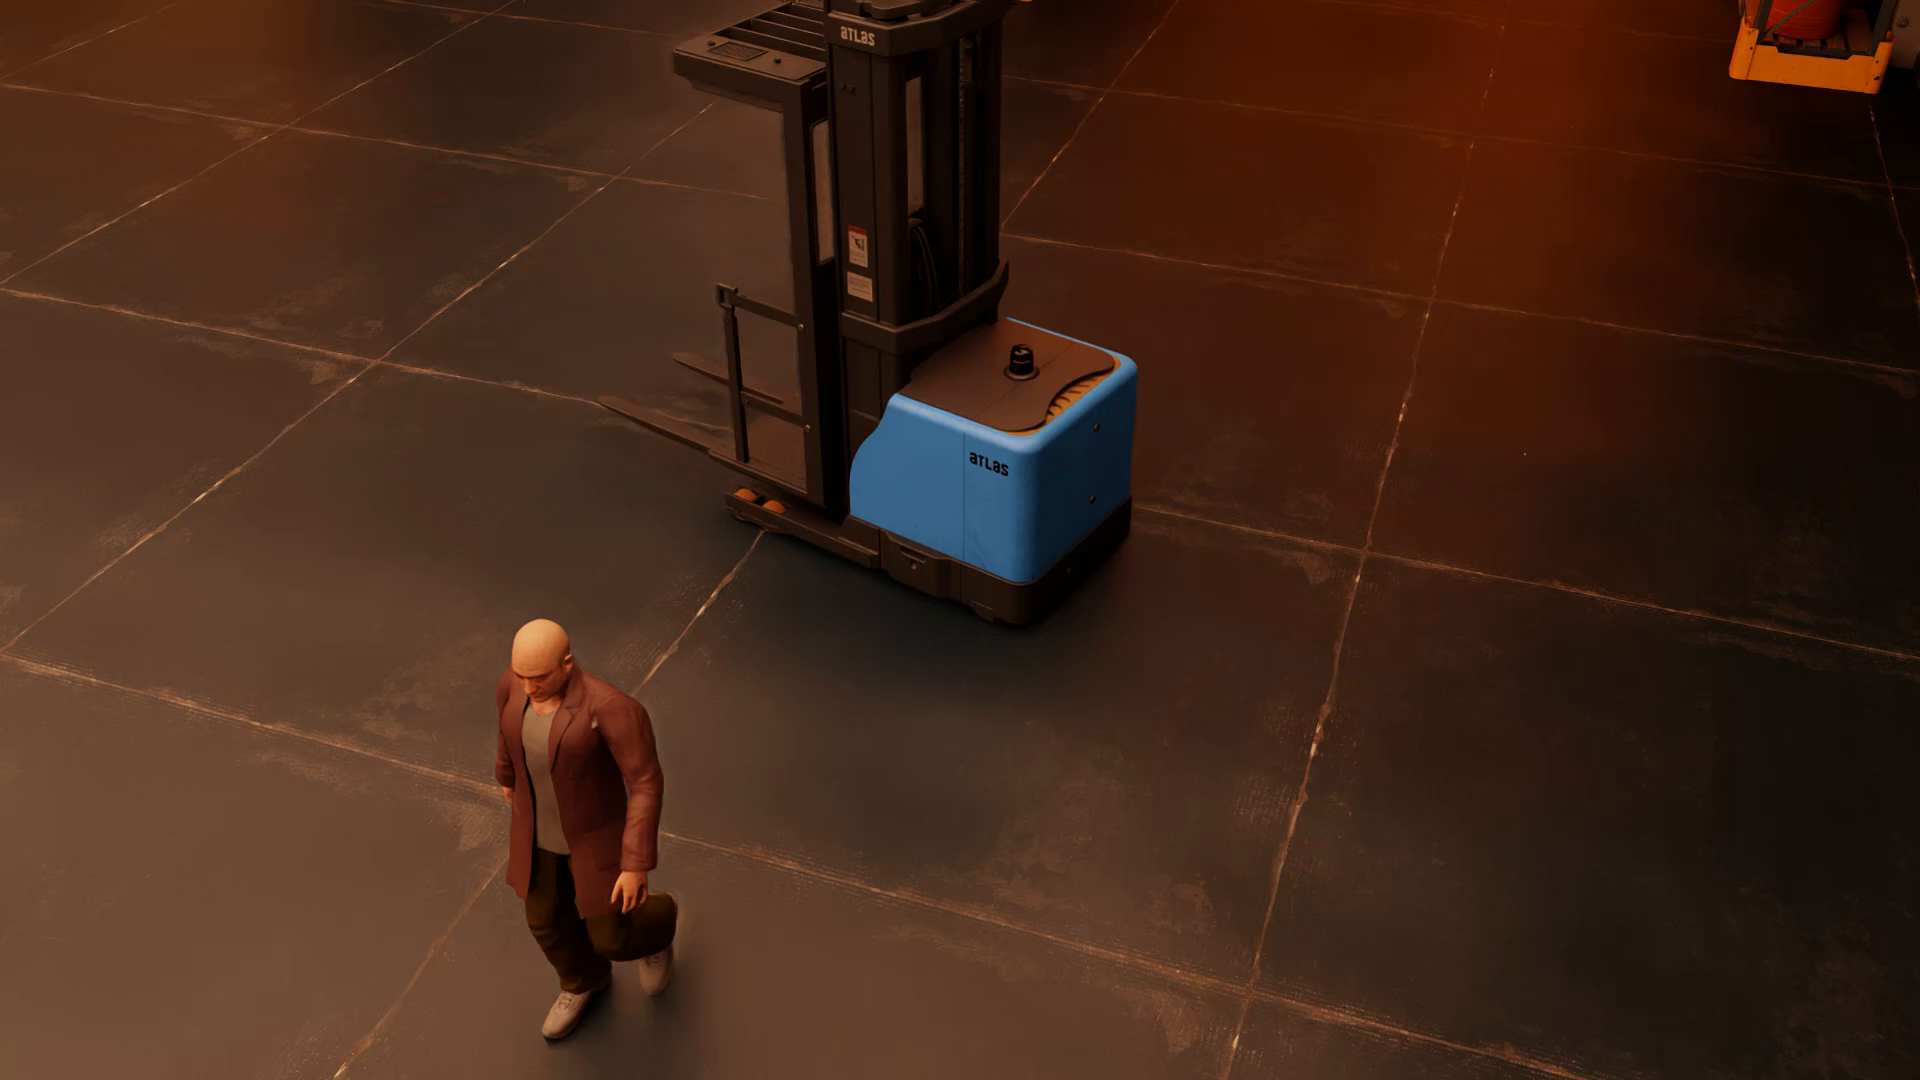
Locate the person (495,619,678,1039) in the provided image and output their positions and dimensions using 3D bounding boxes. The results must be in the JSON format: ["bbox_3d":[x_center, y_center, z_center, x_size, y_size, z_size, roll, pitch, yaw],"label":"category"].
[{"bbox_3d":[-1.309,0.975,5.752,0.826,1.760,0.597,13,37,17],"label":"person"}]

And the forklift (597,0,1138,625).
[{"bbox_3d":[-0.622,-1.460,8.170,3.031,2.935,1.130,22,41,28],"label":"forklift"}]
